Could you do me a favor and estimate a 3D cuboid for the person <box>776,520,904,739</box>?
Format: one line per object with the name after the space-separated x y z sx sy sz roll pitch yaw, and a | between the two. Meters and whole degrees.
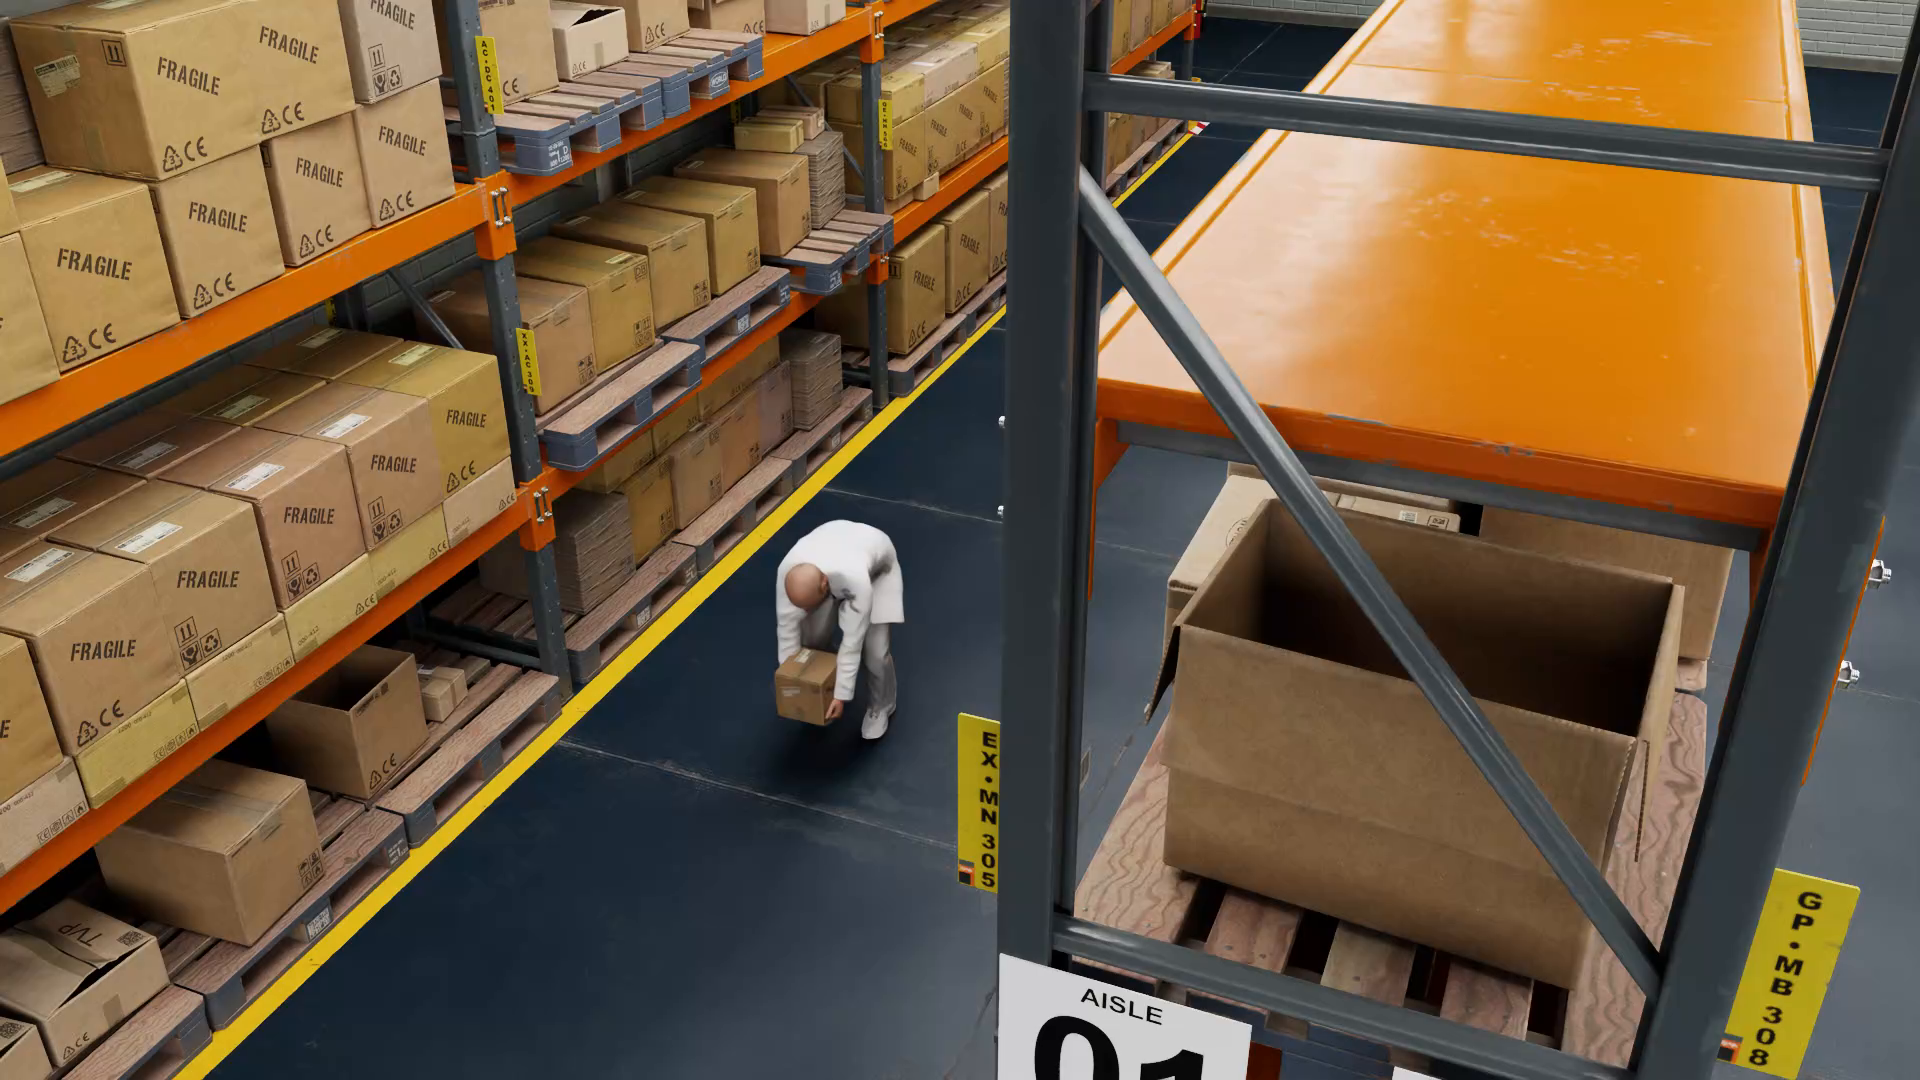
-0.607 0.473 8.159 0.578 1.207 0.927 10 31 17 | person
